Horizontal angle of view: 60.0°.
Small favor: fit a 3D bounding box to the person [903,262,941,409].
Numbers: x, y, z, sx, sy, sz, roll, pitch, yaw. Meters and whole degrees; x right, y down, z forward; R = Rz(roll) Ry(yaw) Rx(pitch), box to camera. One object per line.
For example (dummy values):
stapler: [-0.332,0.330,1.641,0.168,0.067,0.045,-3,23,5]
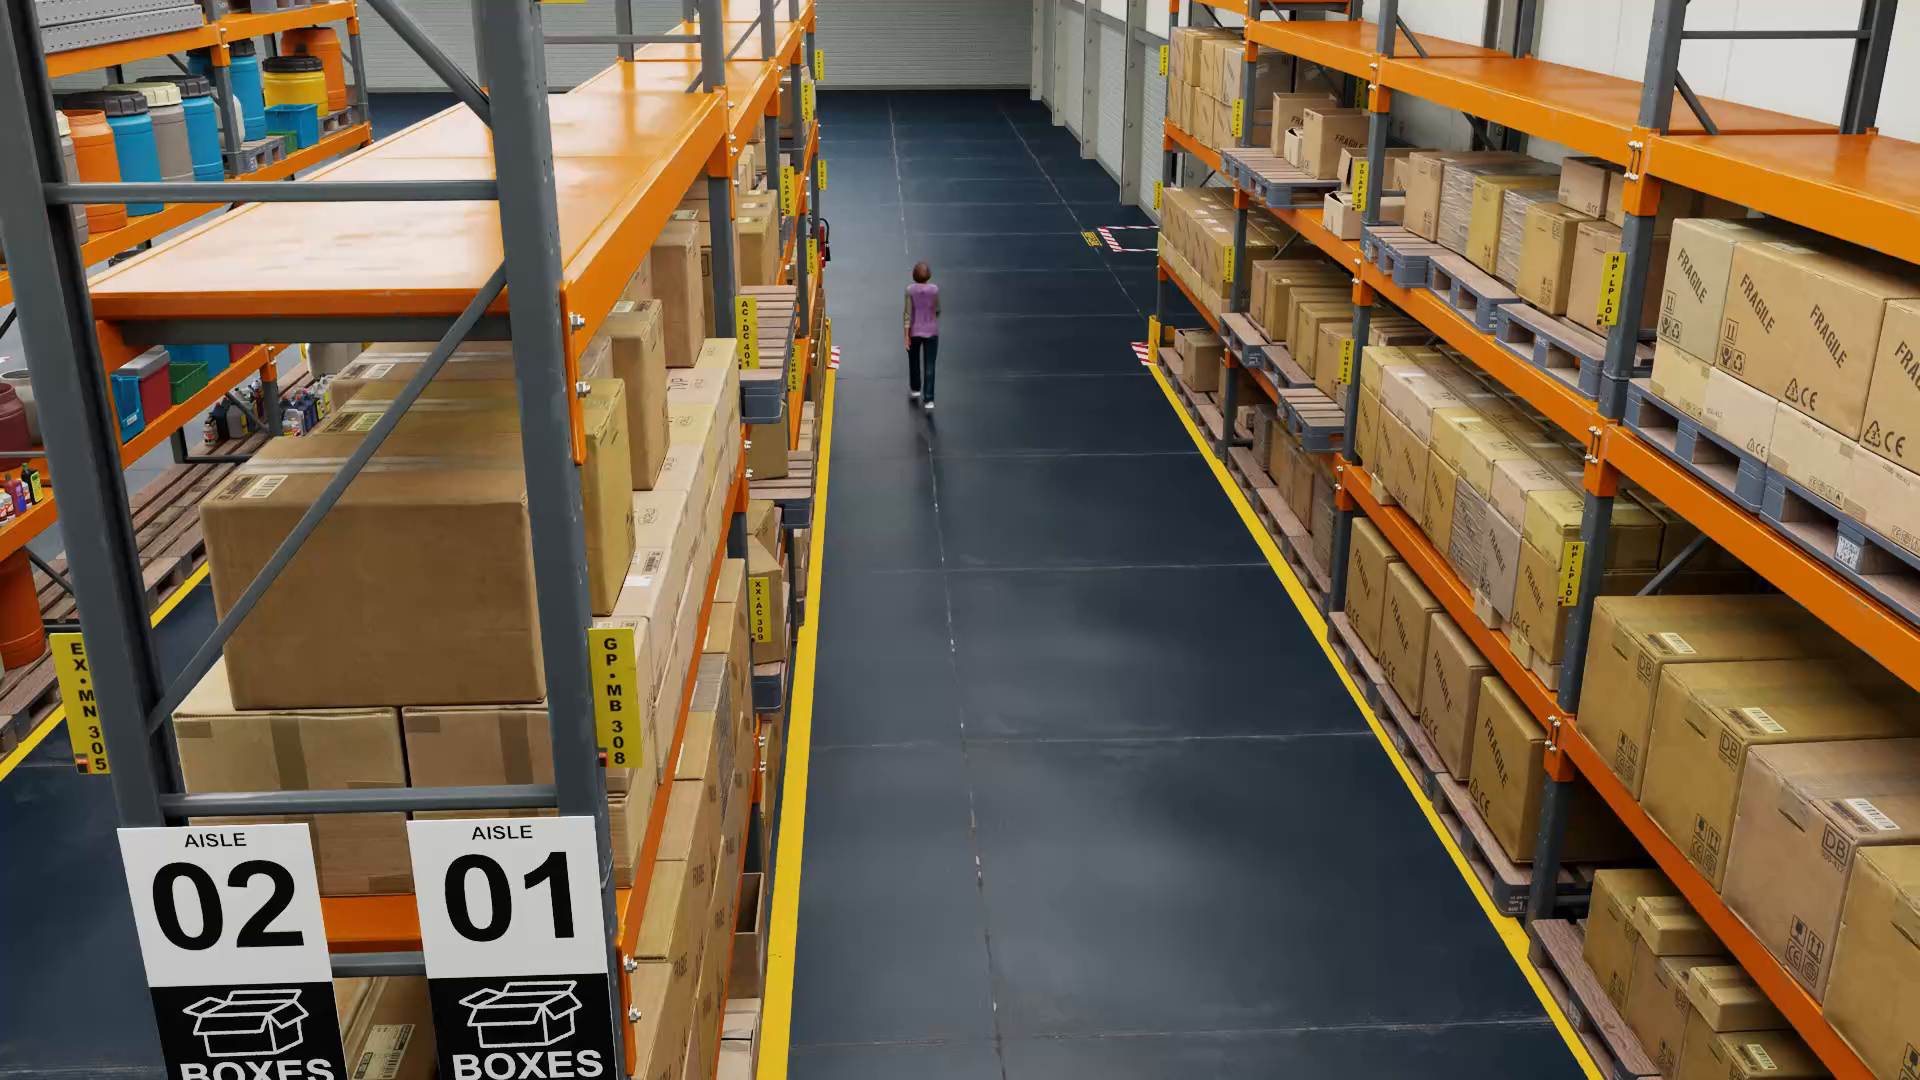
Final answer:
person: [-0.405,-2.216,17.733,0.407,1.531,0.981,-1,21,-2]
